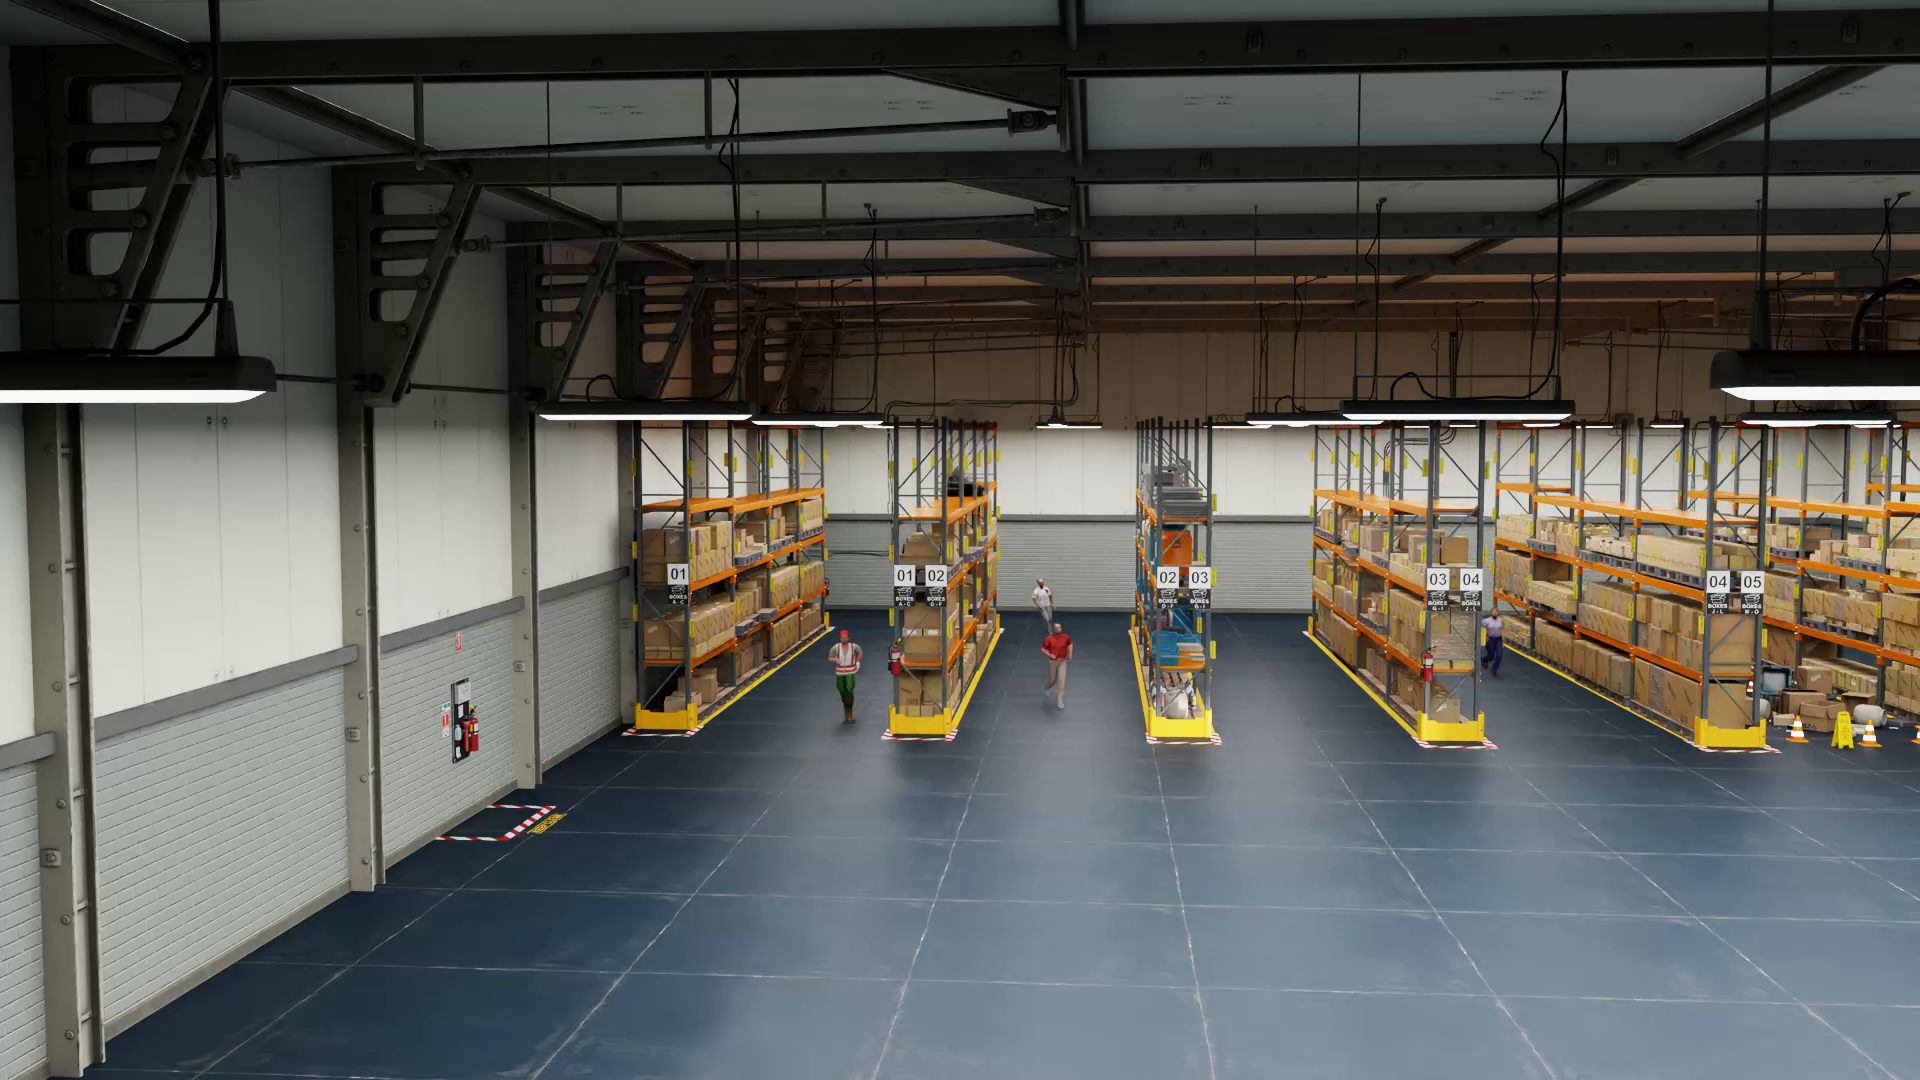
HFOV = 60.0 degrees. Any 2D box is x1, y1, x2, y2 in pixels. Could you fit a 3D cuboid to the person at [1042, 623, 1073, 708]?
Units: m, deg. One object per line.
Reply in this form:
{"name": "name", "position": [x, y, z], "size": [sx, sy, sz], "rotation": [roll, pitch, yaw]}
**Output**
{"name": "person", "position": [2.040, 2.603, 34.896], "size": [0.672, 1.725, 0.918], "rotation": [0, 4, -6]}

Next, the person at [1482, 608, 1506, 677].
{"name": "person", "position": [12.527, 2.386, 39.070], "size": [0.614, 1.609, 0.575], "rotation": [0, 4, -3]}

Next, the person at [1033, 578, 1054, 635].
{"name": "person", "position": [2.345, 1.867, 46.674], "size": [0.612, 1.620, 0.521], "rotation": [-1, 4, -14]}

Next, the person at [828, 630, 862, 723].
{"name": "person", "position": [-2.285, 2.687, 33.005], "size": [0.631, 1.823, 0.825], "rotation": [0, 4, 6]}
